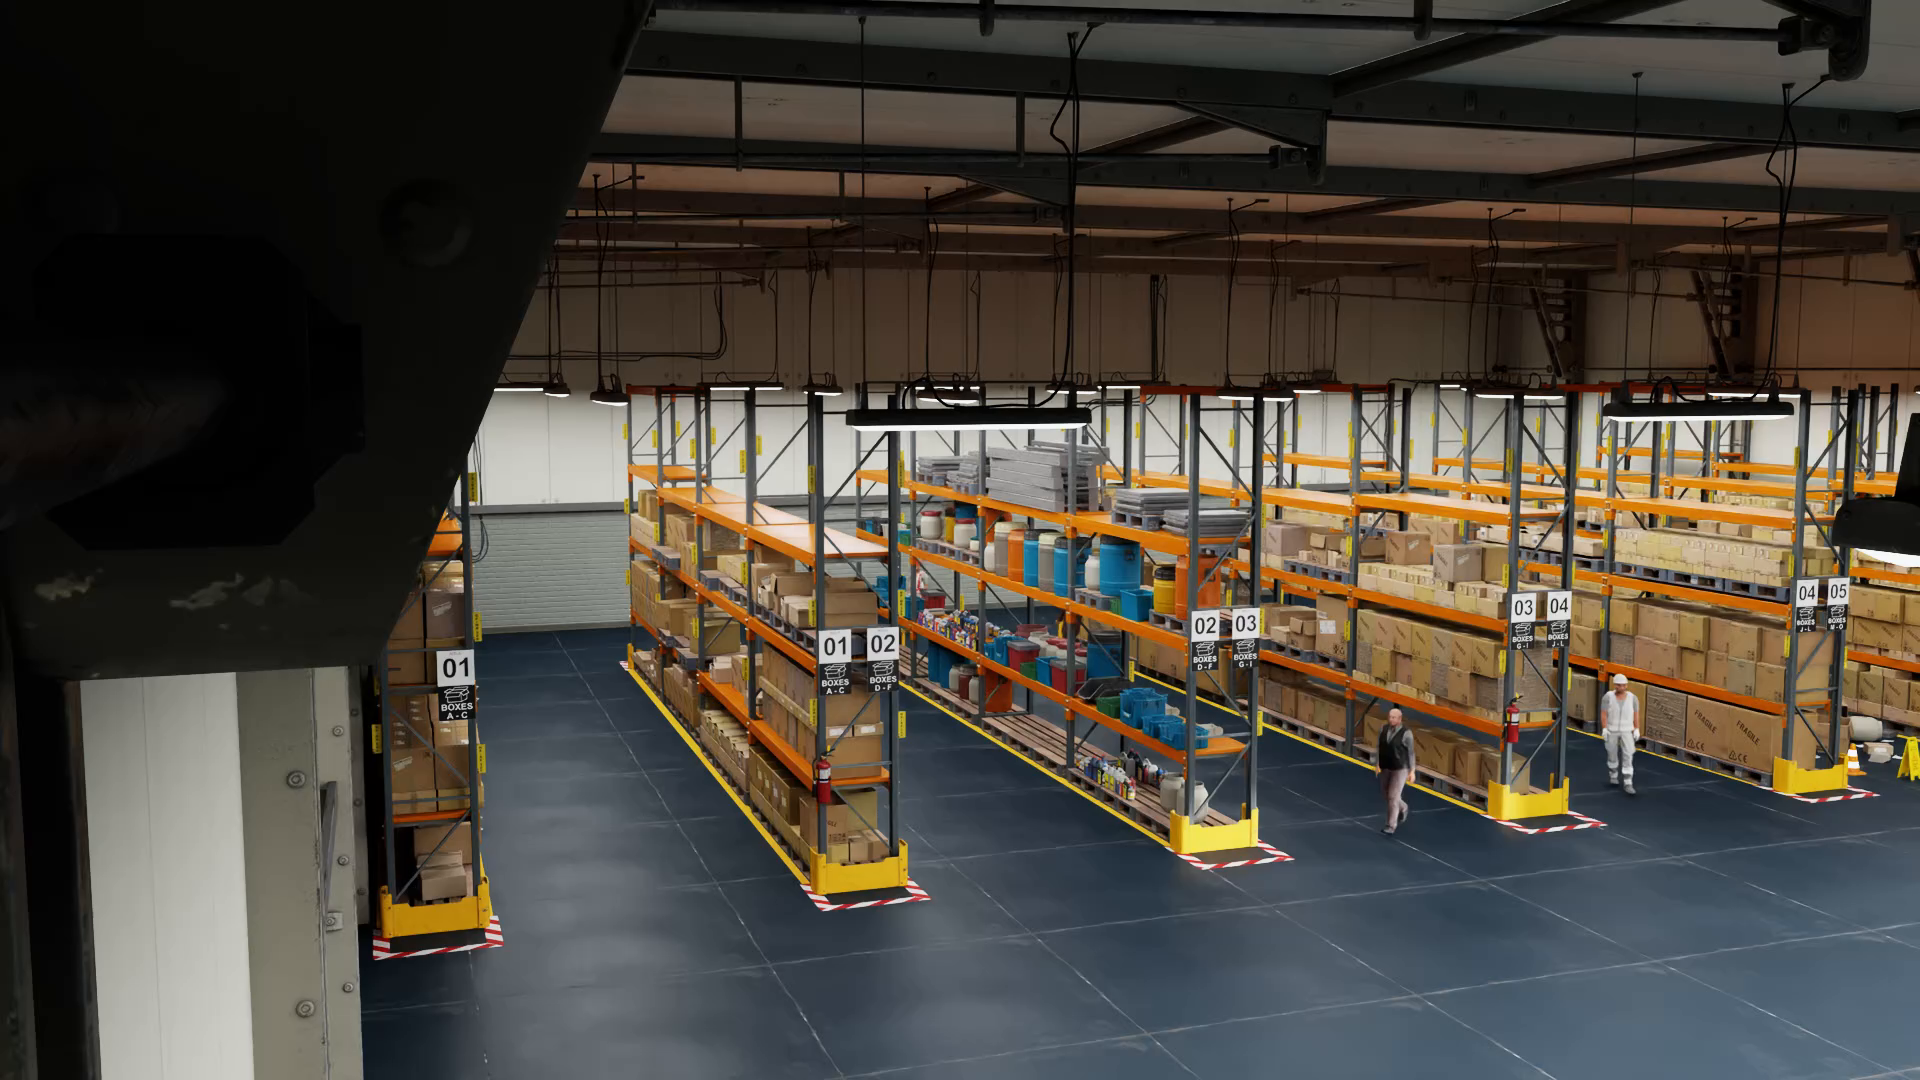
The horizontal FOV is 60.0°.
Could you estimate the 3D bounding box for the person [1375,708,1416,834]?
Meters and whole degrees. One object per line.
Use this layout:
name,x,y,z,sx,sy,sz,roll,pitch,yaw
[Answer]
person,5.969,3.236,22.816,0.868,1.514,0.565,-5,8,-40

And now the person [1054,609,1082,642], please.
person,2.448,1.785,35.678,0.659,1.760,0.668,-6,8,-45

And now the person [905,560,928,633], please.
person,-0.999,1.336,39.961,1.045,1.749,0.513,-4,7,-32

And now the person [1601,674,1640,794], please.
person,9.878,2.868,24.882,0.563,1.735,0.993,2,6,21
